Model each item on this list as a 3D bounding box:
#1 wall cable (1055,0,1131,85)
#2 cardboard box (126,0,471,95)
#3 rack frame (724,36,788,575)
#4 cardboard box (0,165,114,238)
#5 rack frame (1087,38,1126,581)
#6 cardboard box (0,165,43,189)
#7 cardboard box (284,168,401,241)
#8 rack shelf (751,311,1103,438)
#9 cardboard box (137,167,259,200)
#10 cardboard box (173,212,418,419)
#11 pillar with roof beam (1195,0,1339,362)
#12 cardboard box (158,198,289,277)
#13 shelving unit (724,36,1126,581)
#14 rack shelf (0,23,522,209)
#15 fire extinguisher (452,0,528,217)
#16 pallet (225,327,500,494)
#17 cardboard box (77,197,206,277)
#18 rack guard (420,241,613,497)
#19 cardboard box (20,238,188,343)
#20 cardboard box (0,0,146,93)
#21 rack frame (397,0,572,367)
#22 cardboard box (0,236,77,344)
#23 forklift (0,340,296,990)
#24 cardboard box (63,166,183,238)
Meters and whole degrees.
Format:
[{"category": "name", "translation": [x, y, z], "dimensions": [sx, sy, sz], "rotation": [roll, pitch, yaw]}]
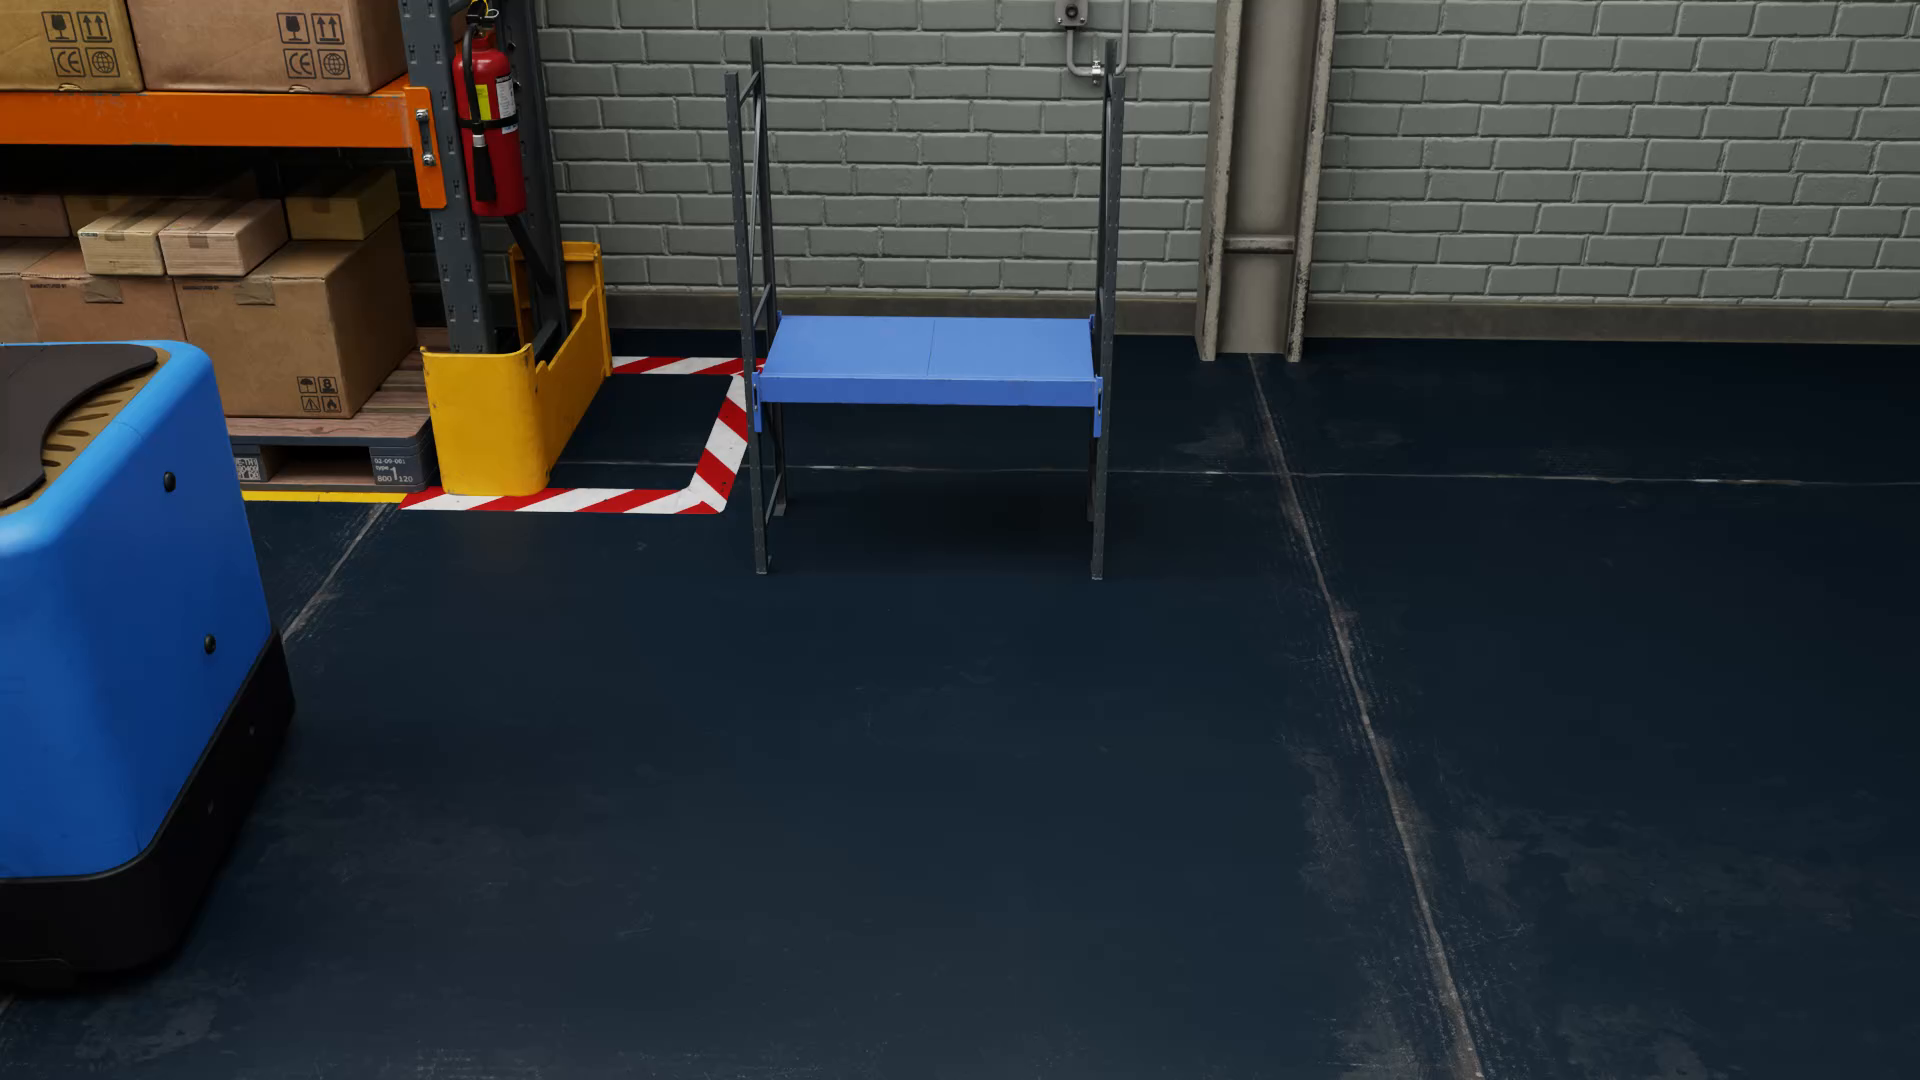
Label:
[{"category": "wall cable", "translation": [-0.257, -2.616, 5.897], "dimensions": [1.851, 1.984, 0.084], "rotation": [1, 28, 2]}, {"category": "cardboard box", "translation": [-2.080, -1.882, 5.277], "dimensions": [0.700, 0.700, 0.980], "rotation": [2, 28, 4]}, {"category": "rack frame", "translation": [-0.593, -0.672, 4.917], "dimensions": [0.032, 1.500, 0.500], "rotation": [1, 28, 2]}, {"category": "cardboard box", "translation": [-3.152, -1.186, 5.812], "dimensions": [0.250, 0.149, 0.380], "rotation": [1, 28, 3]}, {"category": "rack frame", "translation": [0.423, -0.656, 4.886], "dimensions": [0.032, 1.500, 0.500], "rotation": [1, 28, 2]}, {"category": "cardboard box", "translation": [-3.408, -1.190, 5.819], "dimensions": [0.250, 0.149, 0.380], "rotation": [1, 28, 2]}, {"category": "cardboard box", "translation": [-2.141, -1.169, 5.781], "dimensions": [0.250, 0.149, 0.380], "rotation": [1, 28, 2]}, {"category": "rack shelf", "translation": [-0.085, -0.505, 4.986], "dimensions": [1.000, 0.185, 0.538], "rotation": [1, 28, 2]}, {"category": "cardboard box", "translation": [-2.647, -1.177, 5.796], "dimensions": [0.250, 0.149, 0.380], "rotation": [1, 28, 2]}, {"category": "cardboard box", "translation": [-2.273, -0.791, 5.761], "dimensions": [0.500, 0.500, 0.700], "rotation": [1, 28, 2]}, {"category": "pillar with roof beam", "translation": [1.007, -2.741, 0.813], "dimensions": [0.400, 9.000, 9.100], "rotation": [1, 28, 2]}, {"category": "cardboard box", "translation": [-2.408, -0.995, 5.452], "dimensions": [0.250, 0.149, 0.380], "rotation": [1, 28, 1]}, {"category": "shelving unit", "translation": [-0.085, -0.664, 4.901], "dimensions": [1.048, 1.500, 0.538], "rotation": [1, 28, 2]}, {"category": "rack shelf", "translation": [-3.569, -1.461, 5.571], "dimensions": [4.000, 0.370, 1.077], "rotation": [1, 28, 2]}, {"category": "fire extinguisher", "translation": [-1.435, -1.328, 5.033], "dimensions": [0.183, 0.674, 0.296], "rotation": [1, 28, 2]}, {"category": "pallet", "translation": [-2.372, -0.490, 5.949], "dimensions": [1.213, 0.211, 1.003], "rotation": [1, 28, 2]}, {"category": "cardboard box", "translation": [-2.663, -0.999, 5.459], "dimensions": [0.250, 0.149, 0.380], "rotation": [2, 28, 3]}, {"category": "rack guard", "translation": [-1.546, -0.641, 5.925], "dimensions": [0.348, 0.500, 1.175], "rotation": [1, 28, 2]}, {"category": "cardboard box", "translation": [-2.773, -0.800, 5.776], "dimensions": [0.500, 0.500, 0.700], "rotation": [1, 28, 2]}, {"category": "cardboard box", "translation": [-2.807, -1.889, 5.290], "dimensions": [0.700, 0.700, 0.980], "rotation": [1, 28, 1]}, {"category": "rack frame", "translation": [-1.570, -1.745, 5.340], "dimensions": [0.127, 3.000, 1.000], "rotation": [1, 28, 2]}, {"category": "cardboard box", "translation": [-3.276, -0.808, 5.791], "dimensions": [0.500, 0.500, 0.700], "rotation": [0, 28, 0]}, {"category": "forklift", "translation": [-3.188, -0.545, 3.148], "dimensions": [3.031, 2.935, 1.130], "rotation": [-2, 28, -3]}, {"category": "cardboard box", "translation": [-2.897, -1.182, 5.805], "dimensions": [0.250, 0.149, 0.380], "rotation": [1, 28, 2]}]
